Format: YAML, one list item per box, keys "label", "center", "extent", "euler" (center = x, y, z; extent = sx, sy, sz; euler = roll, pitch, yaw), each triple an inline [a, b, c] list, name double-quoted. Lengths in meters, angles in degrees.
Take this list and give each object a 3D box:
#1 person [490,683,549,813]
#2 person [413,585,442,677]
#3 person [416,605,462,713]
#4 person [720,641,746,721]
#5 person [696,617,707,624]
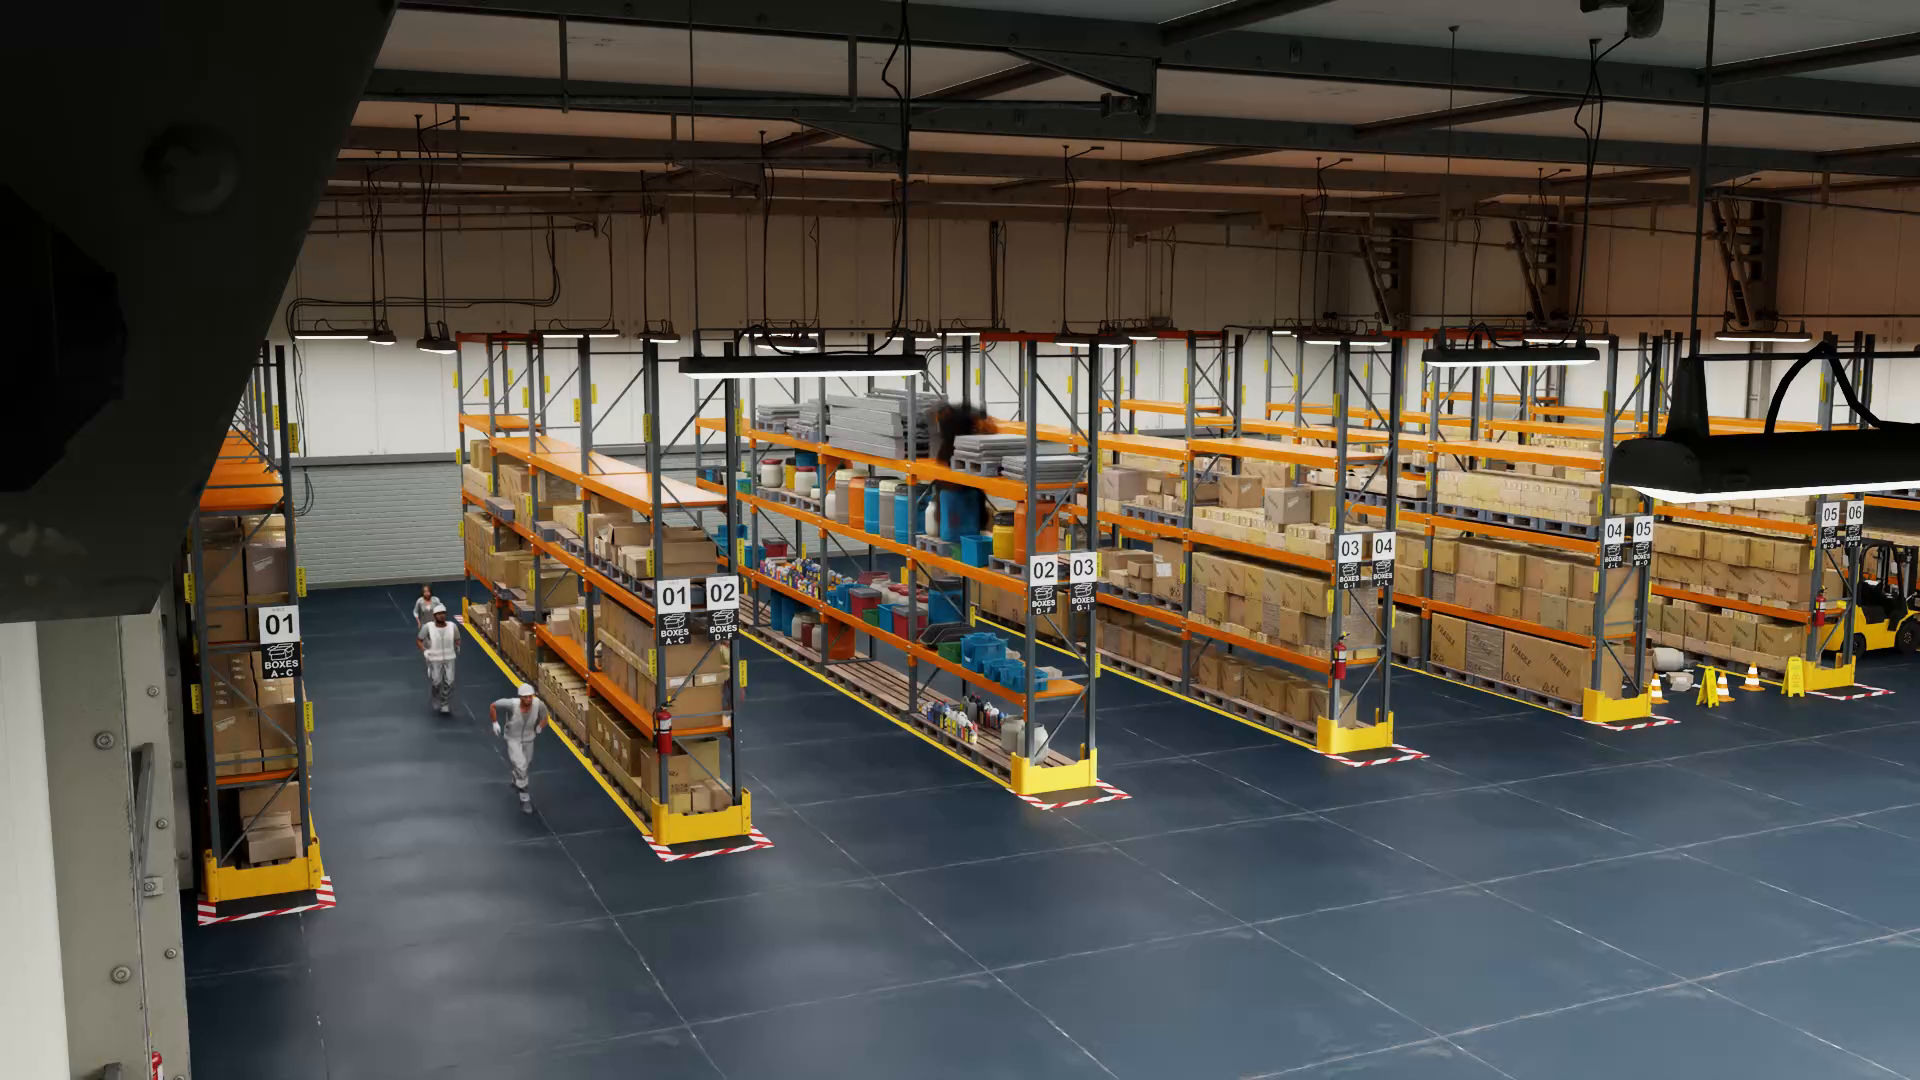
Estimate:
- label: "person"
  center: [-5.699, 2.639, 21.492]
  extent: [0.714, 1.734, 1.028]
  euler: [-4, 9, -28]
- label: "person"
  center: [-9.420, 1.573, 29.546]
  extent: [0.541, 1.607, 0.733]
  euler: [-3, 8, -19]
- label: "person"
  center: [-8.241, 1.907, 26.441]
  extent: [0.679, 1.739, 0.587]
  euler: [-4, 9, -27]
- label: "person"
  center: [-3.601, 2.107, 25.578]
  extent: [0.854, 1.565, 0.586]
  euler: [7, 10, 42]
- label: "person"
  center: [-5.009, 1.144, 32.058]
  extent: [0.635, 1.796, 0.715]
  euler: [-2, 8, -13]
